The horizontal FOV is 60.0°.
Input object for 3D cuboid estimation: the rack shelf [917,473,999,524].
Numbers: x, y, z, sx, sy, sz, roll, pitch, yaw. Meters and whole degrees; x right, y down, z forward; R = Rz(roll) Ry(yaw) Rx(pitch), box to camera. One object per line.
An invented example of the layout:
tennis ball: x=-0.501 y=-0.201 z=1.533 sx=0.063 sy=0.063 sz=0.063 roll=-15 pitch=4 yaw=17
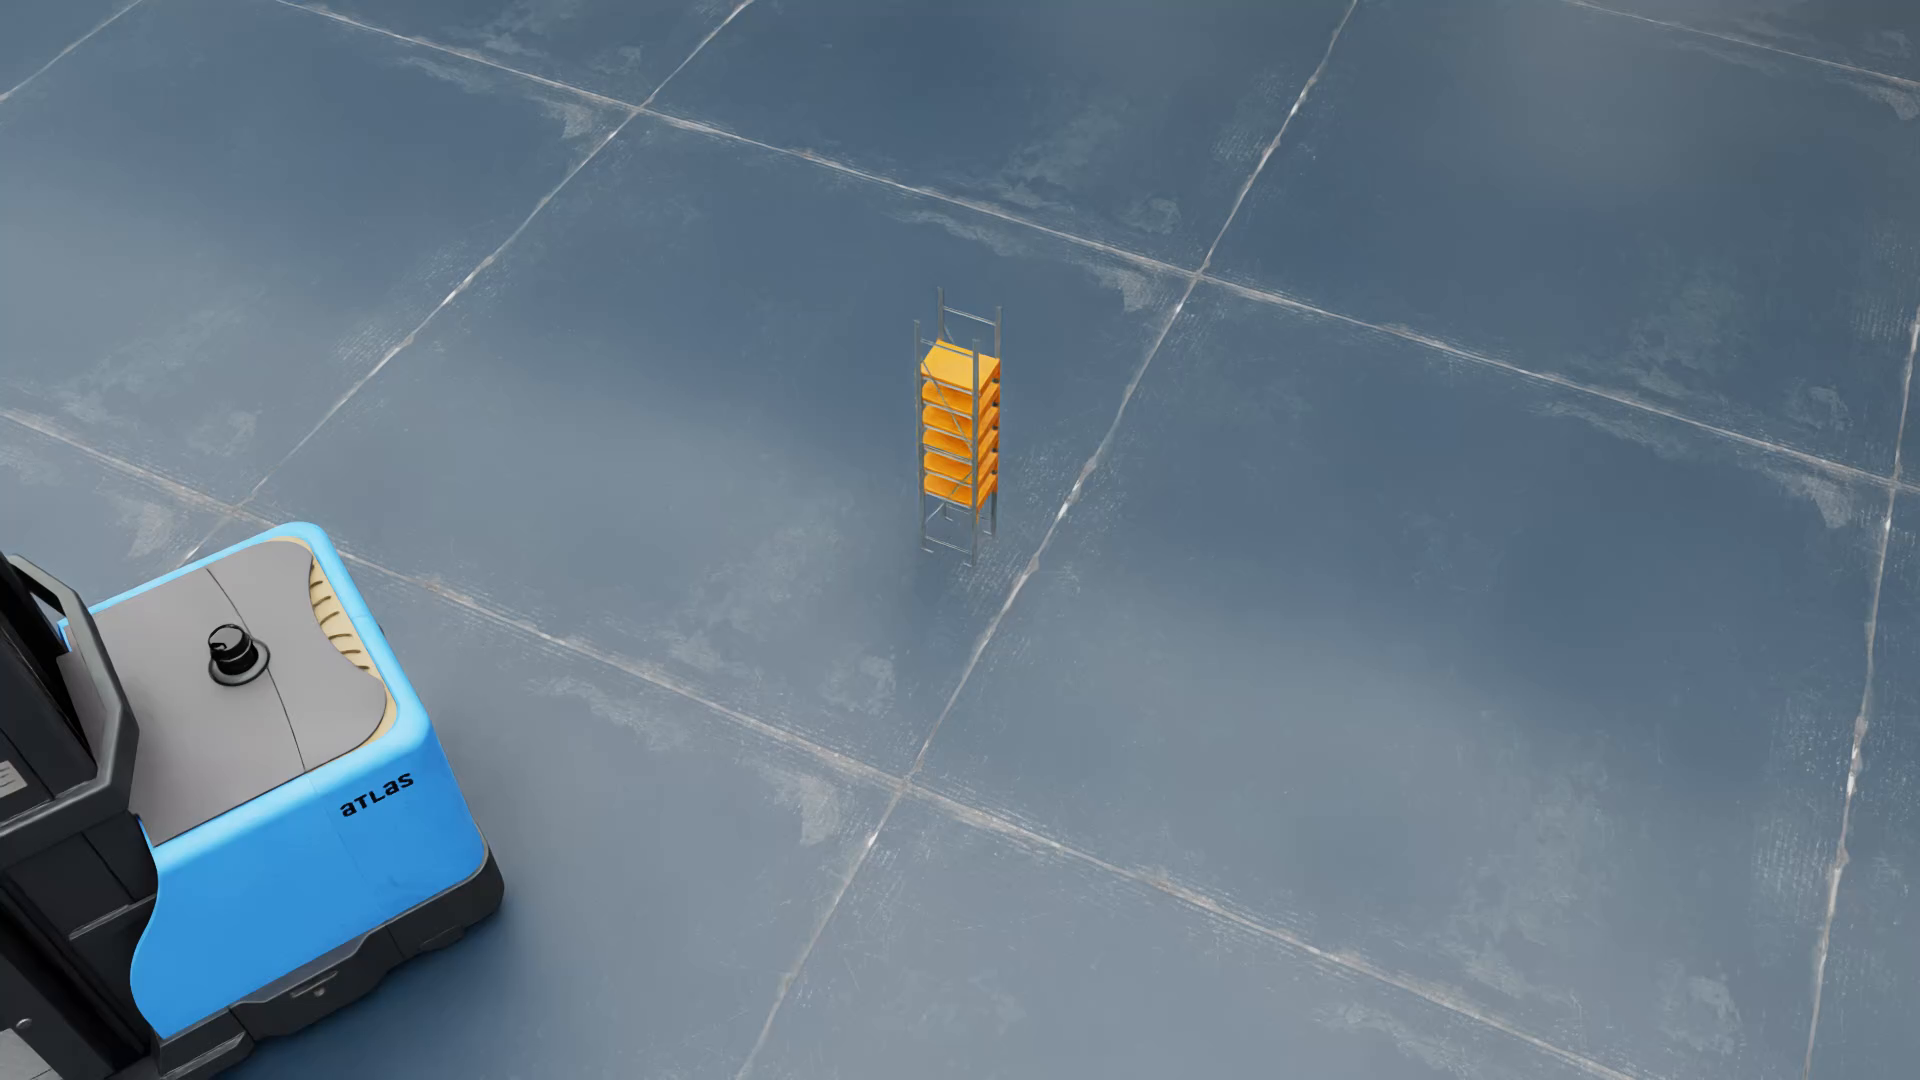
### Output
rack shelf: x=-0.006 y=-0.195 z=6.316 sx=0.258 sy=0.103 sz=0.180 roll=20 pitch=52 yaw=16

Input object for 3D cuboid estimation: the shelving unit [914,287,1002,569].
shelving unit: x=-0.006 y=-0.379 z=6.100 sx=0.258 sy=1.200 sz=0.189 roll=20 pitch=52 yaw=16

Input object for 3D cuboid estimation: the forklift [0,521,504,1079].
forklift: x=-3.011 y=0.595 z=4.134 sx=3.031 sy=2.935 sz=1.130 roll=-27 pitch=55 yaw=-21

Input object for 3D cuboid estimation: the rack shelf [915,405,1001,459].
rack shelf: x=-0.006 y=-0.428 z=6.042 sx=0.258 sy=0.103 sz=0.180 roll=20 pitch=52 yaw=16

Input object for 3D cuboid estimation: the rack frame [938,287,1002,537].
rack frame: x=0.033 y=-0.442 z=6.153 sx=0.240 sy=1.200 sz=0.006 roll=20 pitch=52 yaw=16

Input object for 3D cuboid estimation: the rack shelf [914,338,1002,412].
rack shelf: x=-0.006 y=-0.583 z=5.859 sx=0.258 sy=0.103 sz=0.180 roll=20 pitch=52 yaw=16

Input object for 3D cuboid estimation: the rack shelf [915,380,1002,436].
rack shelf: x=-0.006 y=-0.506 z=5.951 sx=0.258 sy=0.103 sz=0.180 roll=20 pitch=52 yaw=16

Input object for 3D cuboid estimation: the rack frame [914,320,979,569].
rack frame: x=-0.045 y=-0.316 z=6.046 sx=0.240 sy=1.200 sz=0.006 roll=20 pitch=52 yaw=16

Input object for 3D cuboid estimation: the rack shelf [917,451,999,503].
rack shelf: x=-0.006 y=-0.272 z=6.225 sx=0.258 sy=0.103 sz=0.180 roll=20 pitch=52 yaw=16

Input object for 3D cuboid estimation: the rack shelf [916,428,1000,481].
rack shelf: x=-0.006 y=-0.350 z=6.134 sx=0.258 sy=0.103 sz=0.180 roll=20 pitch=52 yaw=16
